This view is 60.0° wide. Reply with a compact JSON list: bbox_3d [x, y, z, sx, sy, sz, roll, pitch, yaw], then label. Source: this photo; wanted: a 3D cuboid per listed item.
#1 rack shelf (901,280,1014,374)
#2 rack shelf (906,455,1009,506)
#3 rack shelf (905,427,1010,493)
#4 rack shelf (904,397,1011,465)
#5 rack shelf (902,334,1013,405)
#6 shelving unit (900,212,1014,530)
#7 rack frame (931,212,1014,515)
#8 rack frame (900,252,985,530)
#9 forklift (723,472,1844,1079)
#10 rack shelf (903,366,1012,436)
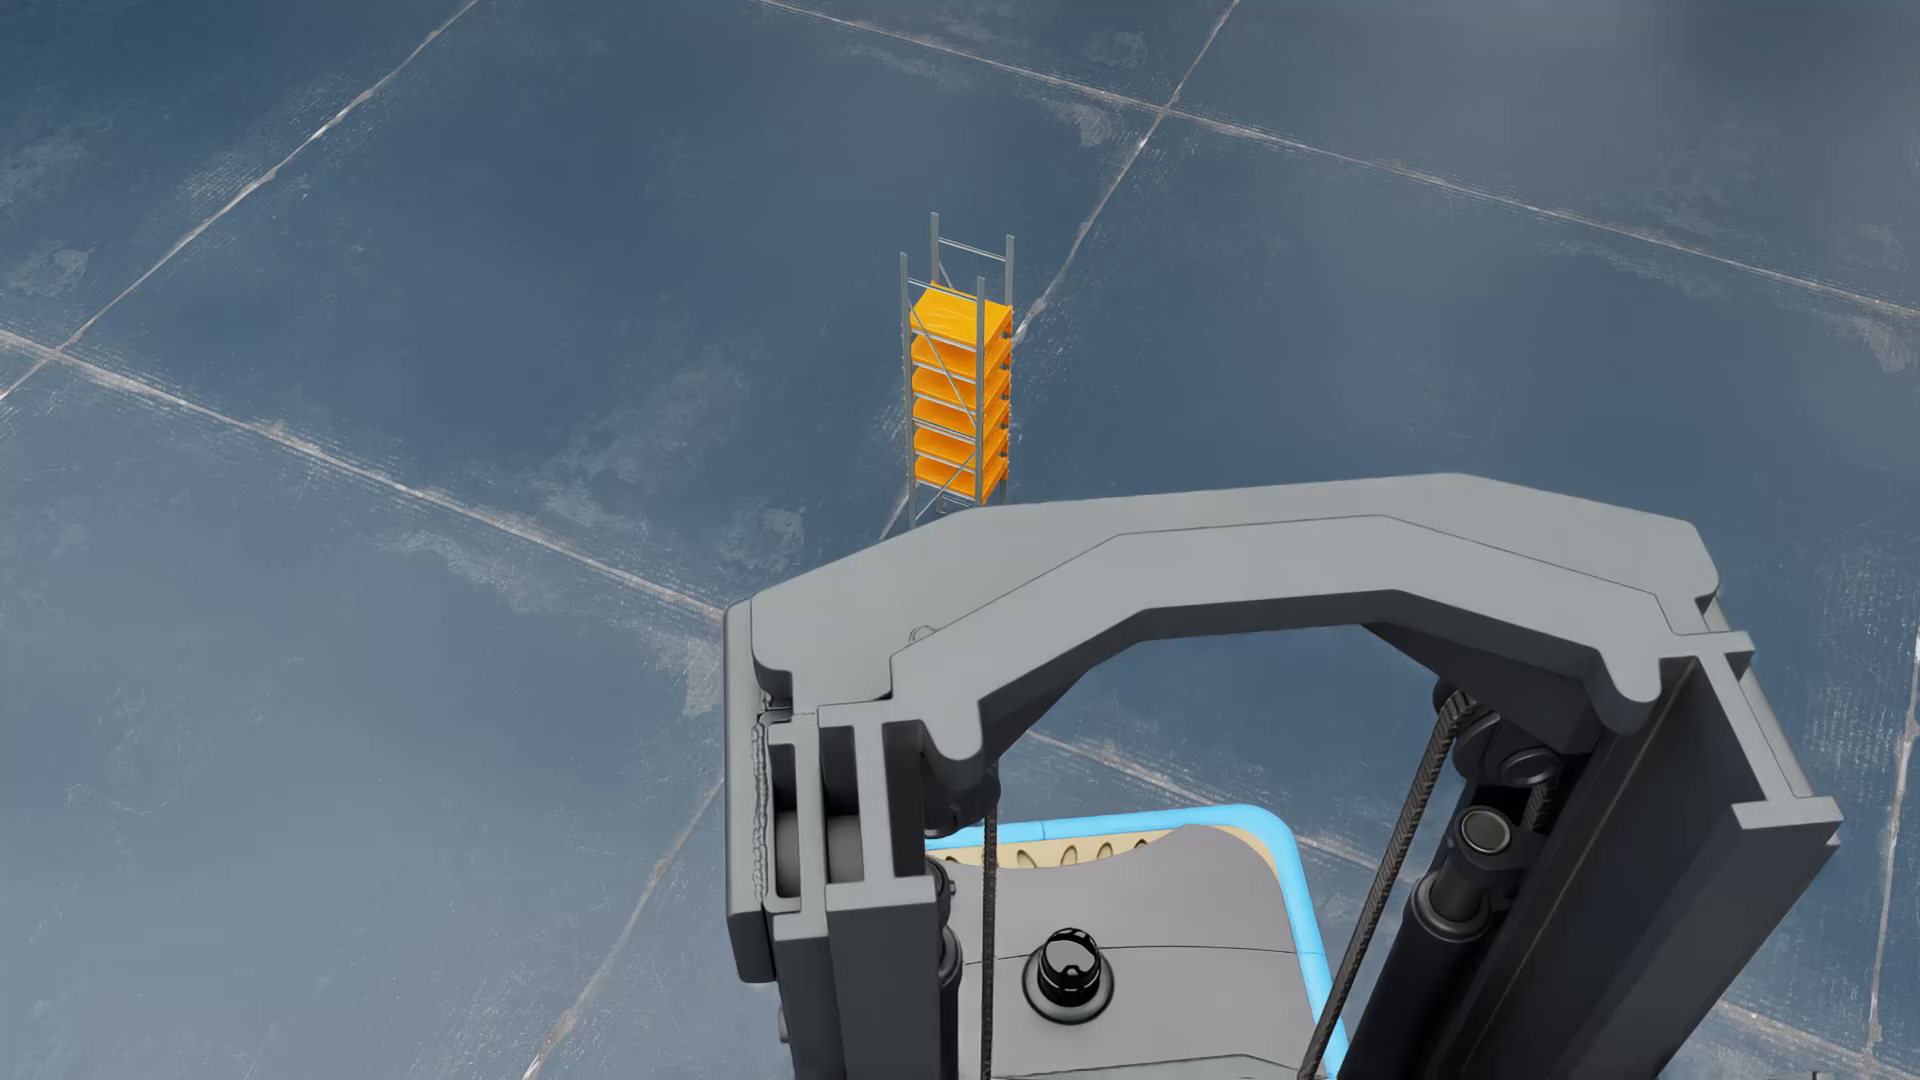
[{"bbox_3d":[-0.006,-0.583,4.544,0.258,0.103,0.180,20,52,16],"label":"rack shelf"},{"bbox_3d":[-0.006,-0.195,5.001,0.258,0.103,0.180,20,52,16],"label":"rack shelf"},{"bbox_3d":[-0.006,-0.272,4.910,0.258,0.103,0.180,20,52,16],"label":"rack shelf"},{"bbox_3d":[-0.006,-0.350,4.818,0.258,0.103,0.180,20,52,16],"label":"rack shelf"},{"bbox_3d":[-0.006,-0.506,4.636,0.258,0.103,0.180,20,52,16],"label":"rack shelf"},{"bbox_3d":[-0.006,-0.379,4.785,0.258,1.200,0.189,20,52,16],"label":"shelving unit"},{"bbox_3d":[0.033,-0.442,4.838,0.240,1.200,0.006,20,52,16],"label":"rack frame"},{"bbox_3d":[-0.045,-0.316,4.731,0.240,1.200,0.006,20,52,16],"label":"rack frame"},{"bbox_3d":[0.312,1.435,2.104,1.130,2.935,3.031,-4,50,-4],"label":"forklift"},{"bbox_3d":[-0.006,-0.428,4.727,0.258,0.103,0.180,20,52,16],"label":"rack shelf"}]
